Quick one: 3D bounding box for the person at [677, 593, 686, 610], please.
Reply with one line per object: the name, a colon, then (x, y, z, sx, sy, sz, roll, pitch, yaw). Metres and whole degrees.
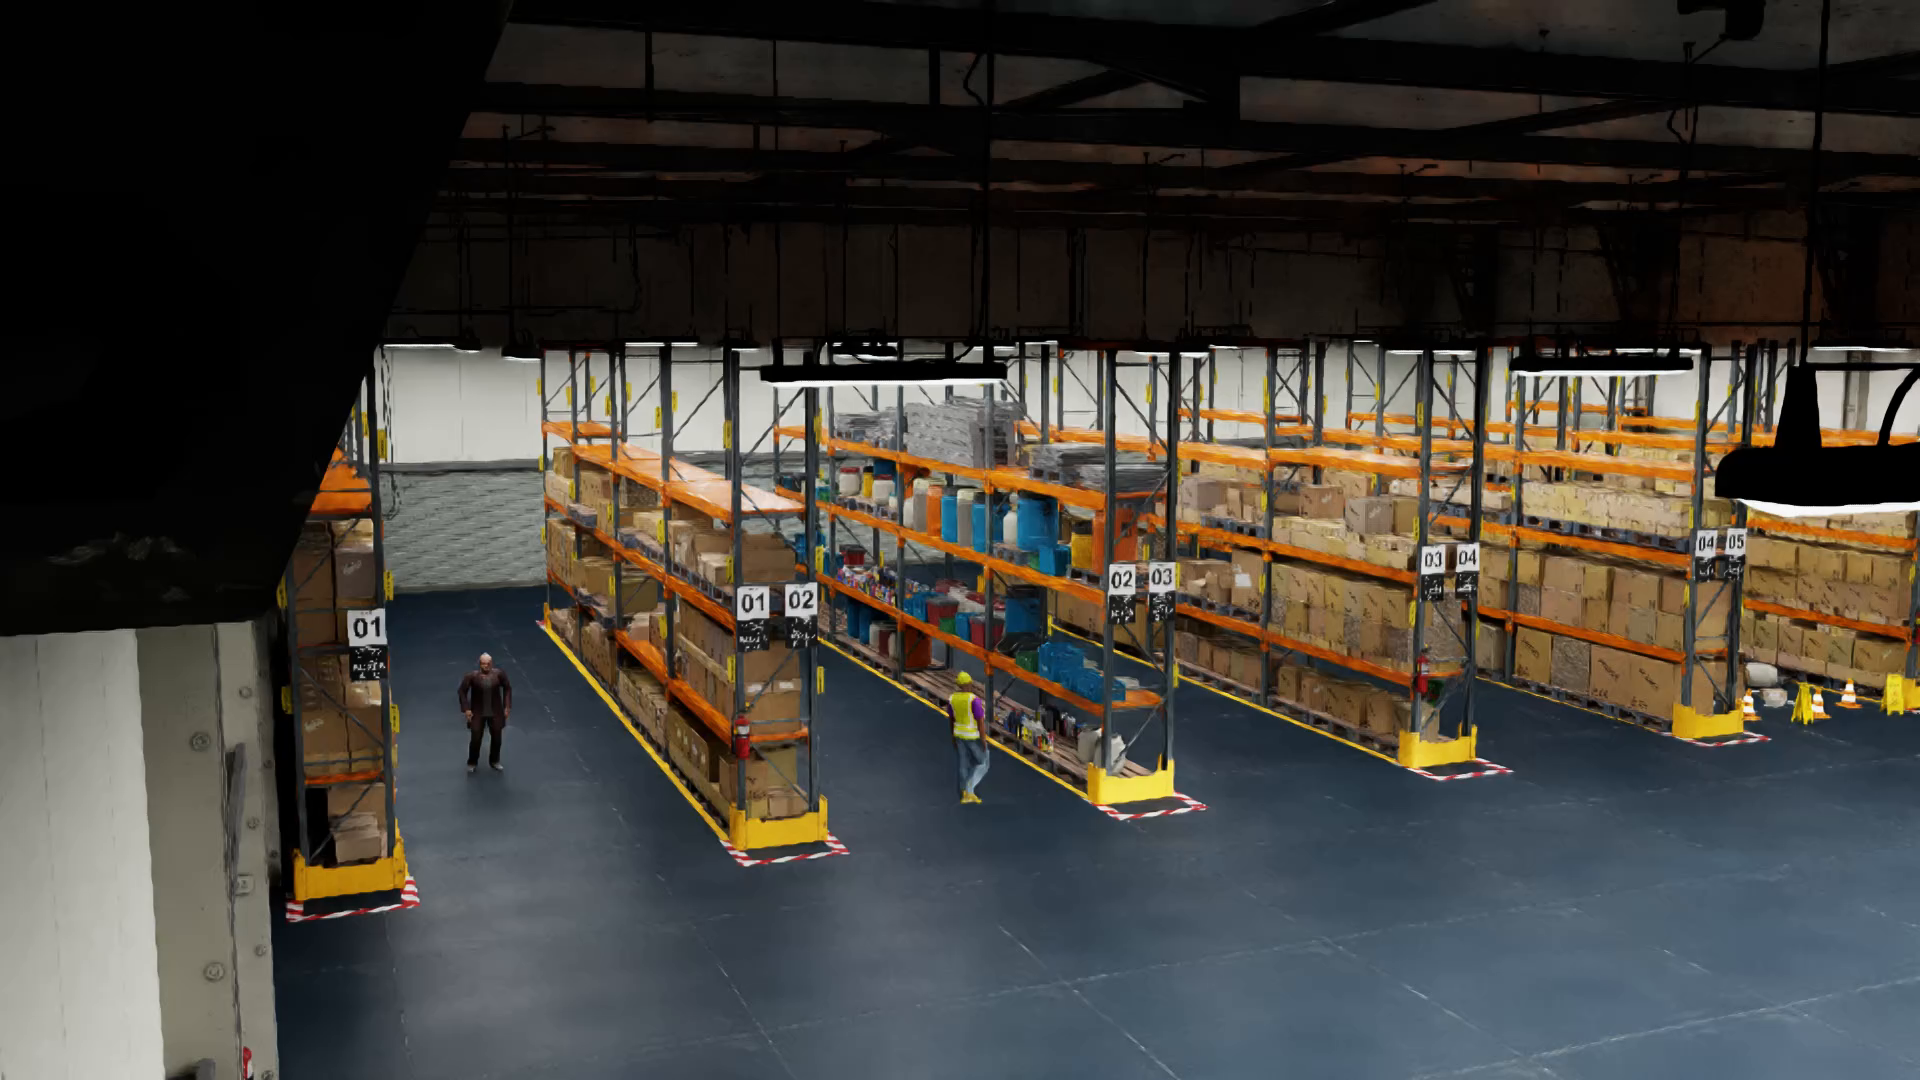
person: (-5.364, 1.340, 32.222, 0.495, 1.589, 1.086, -3, 8, -19)

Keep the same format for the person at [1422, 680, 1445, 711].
person: (7.722, 1.967, 27.043, 0.677, 1.742, 0.552, -3, 8, -23)

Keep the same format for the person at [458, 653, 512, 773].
person: (-6.708, 2.429, 23.503, 0.729, 1.733, 0.546, -3, 8, -23)

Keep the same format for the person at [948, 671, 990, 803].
person: (0.105, 2.612, 21.964, 0.607, 1.752, 0.456, 6, 9, 38)
